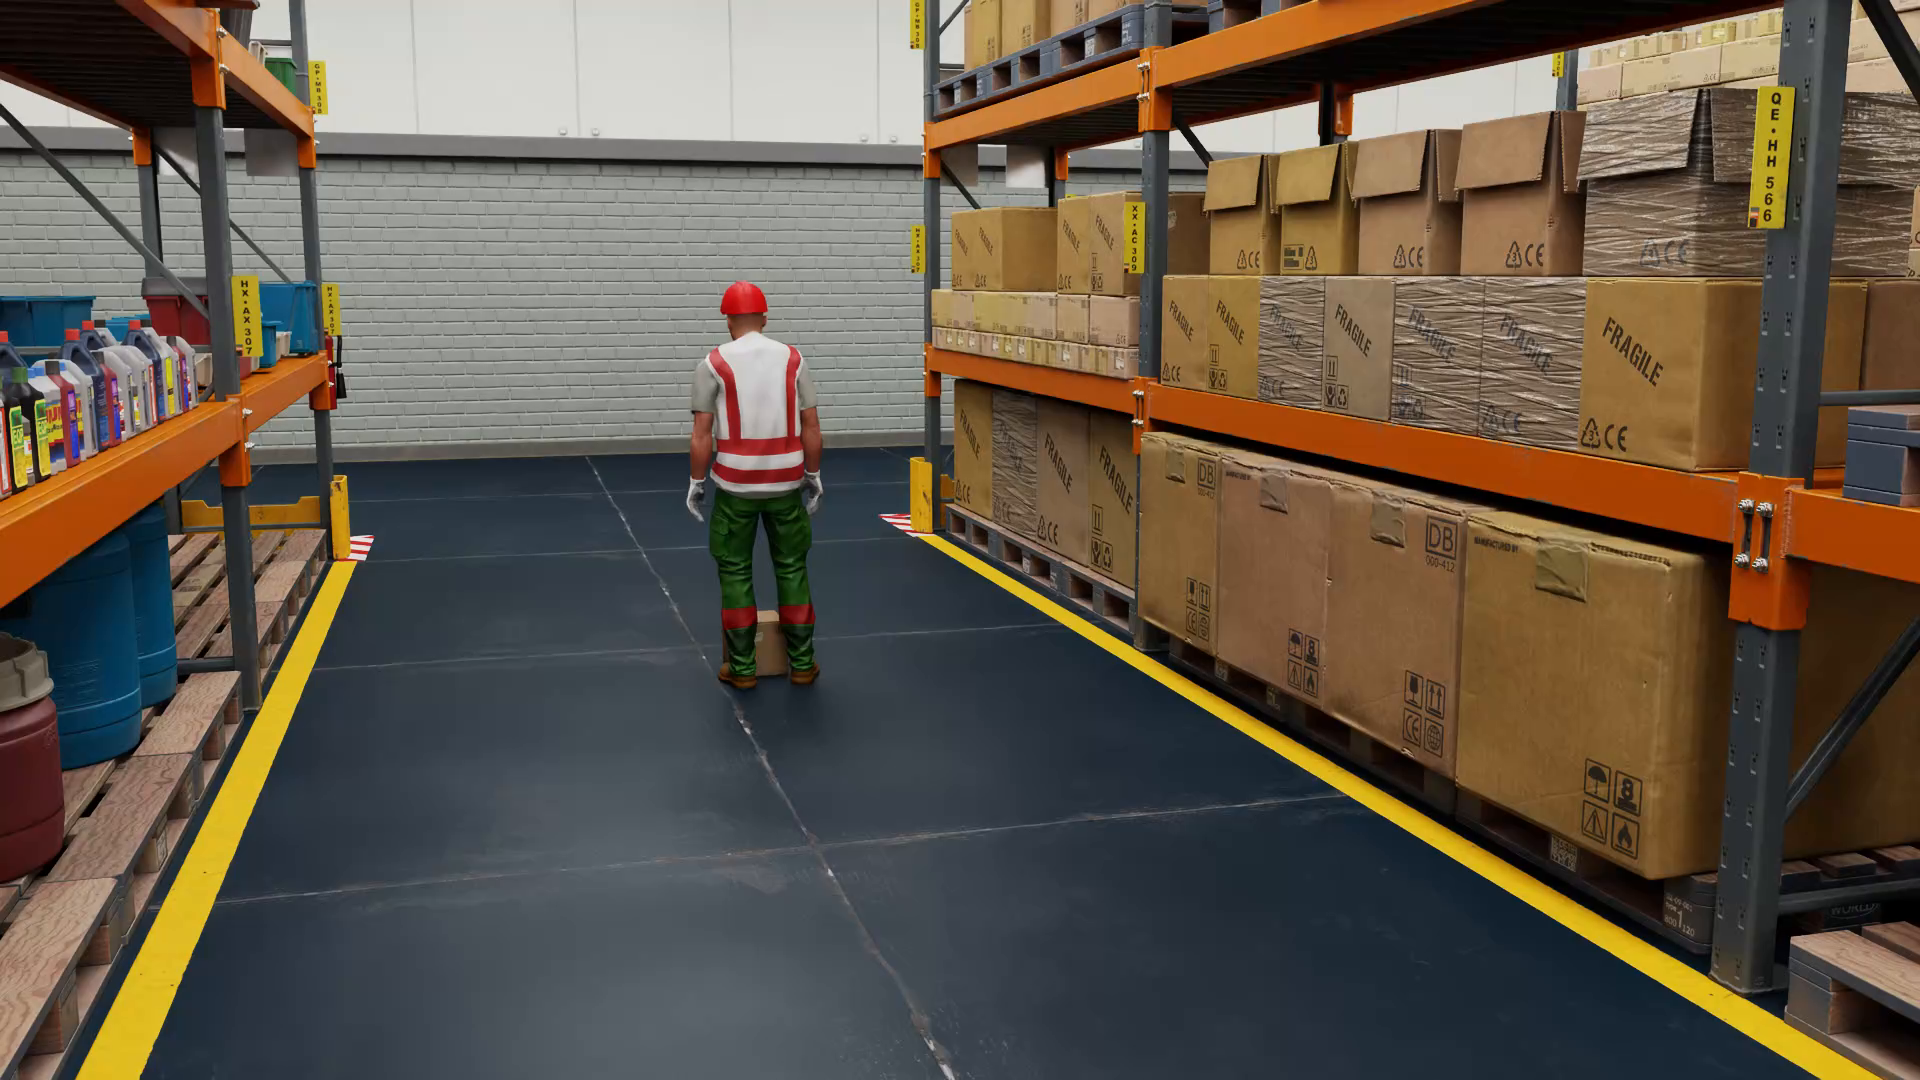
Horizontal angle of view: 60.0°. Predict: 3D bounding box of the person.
[{"bbox_3d":[-0.899,-0.241,7.323,0.619,1.779,0.449,-3,10,-19],"label":"person"}]
